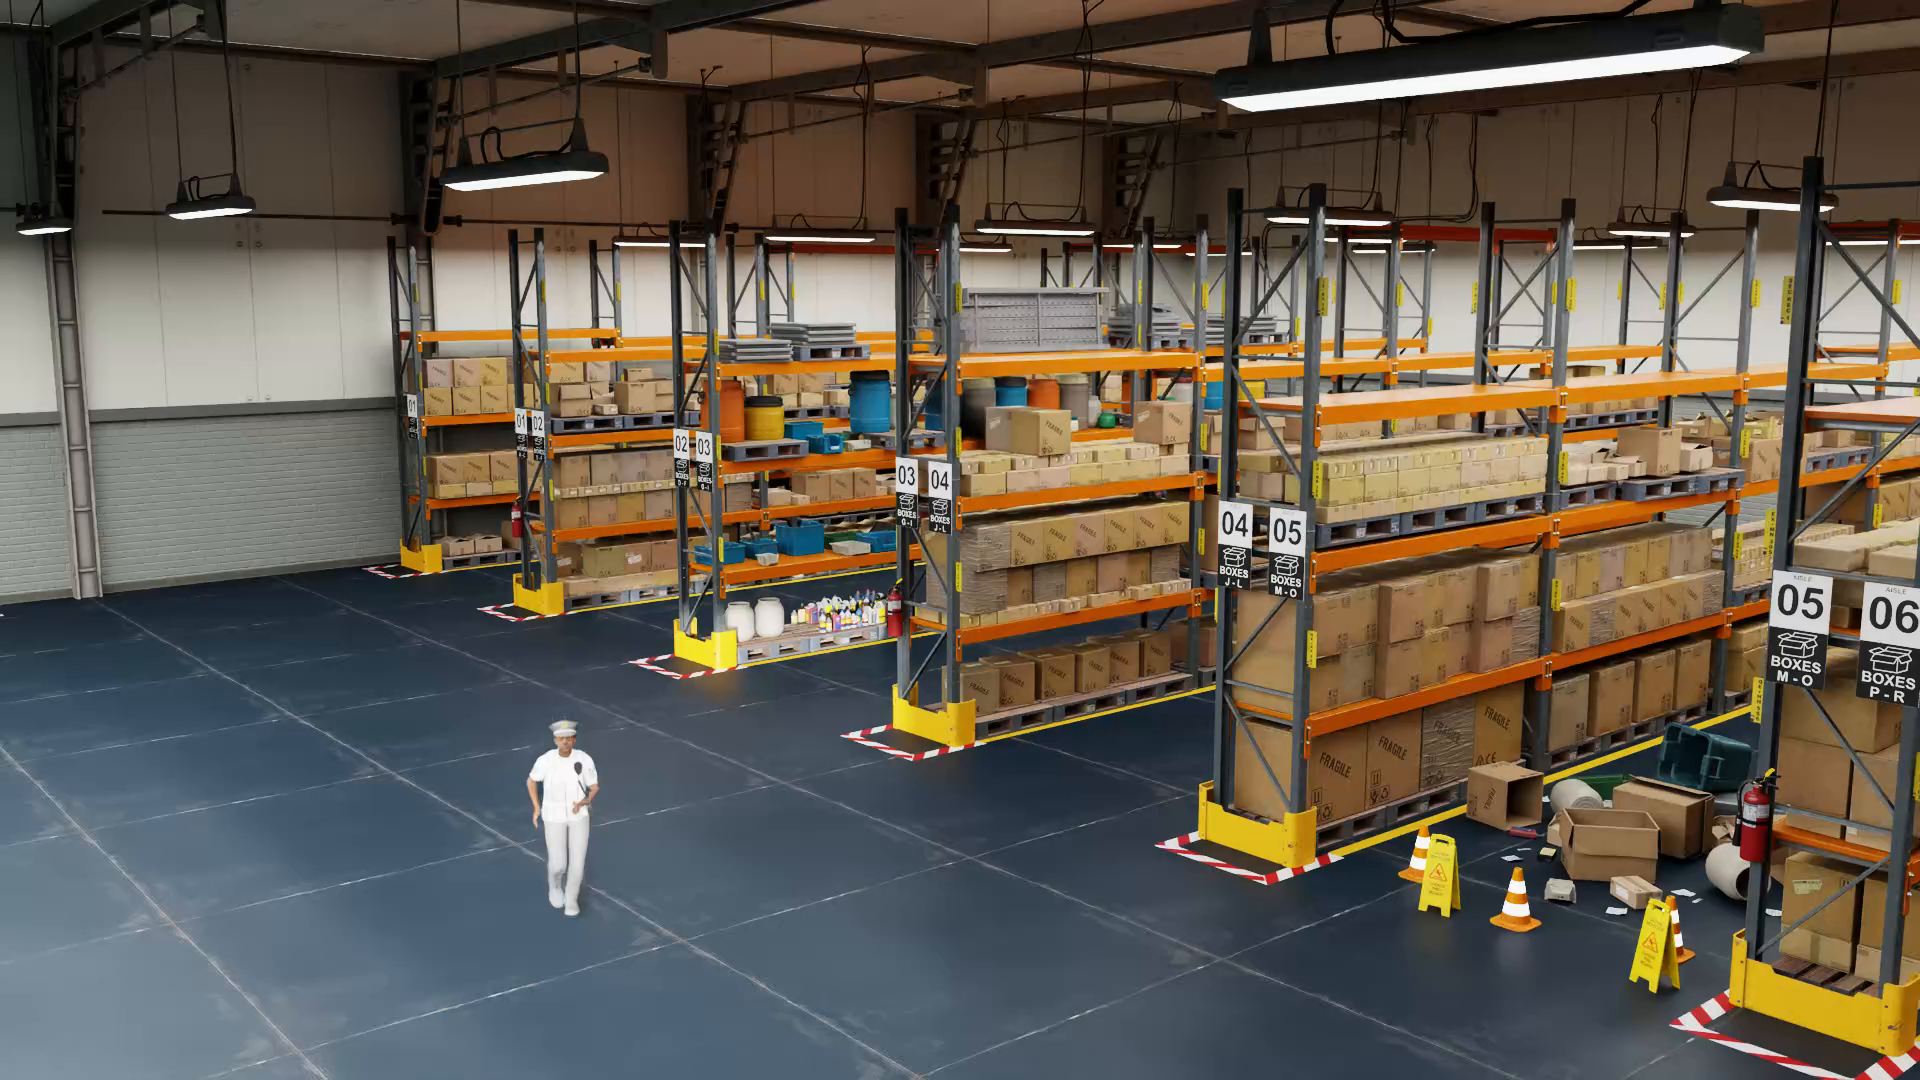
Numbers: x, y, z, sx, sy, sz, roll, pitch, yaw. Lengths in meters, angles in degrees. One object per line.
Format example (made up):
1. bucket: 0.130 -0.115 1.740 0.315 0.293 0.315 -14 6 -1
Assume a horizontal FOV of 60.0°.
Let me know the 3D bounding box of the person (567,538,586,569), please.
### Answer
1. person: -6.669 -0.080 28.883 0.633 1.665 0.542 8 12 40

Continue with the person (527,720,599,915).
1. person: -3.209 2.279 13.531 0.560 1.659 0.569 -3 9 -17
